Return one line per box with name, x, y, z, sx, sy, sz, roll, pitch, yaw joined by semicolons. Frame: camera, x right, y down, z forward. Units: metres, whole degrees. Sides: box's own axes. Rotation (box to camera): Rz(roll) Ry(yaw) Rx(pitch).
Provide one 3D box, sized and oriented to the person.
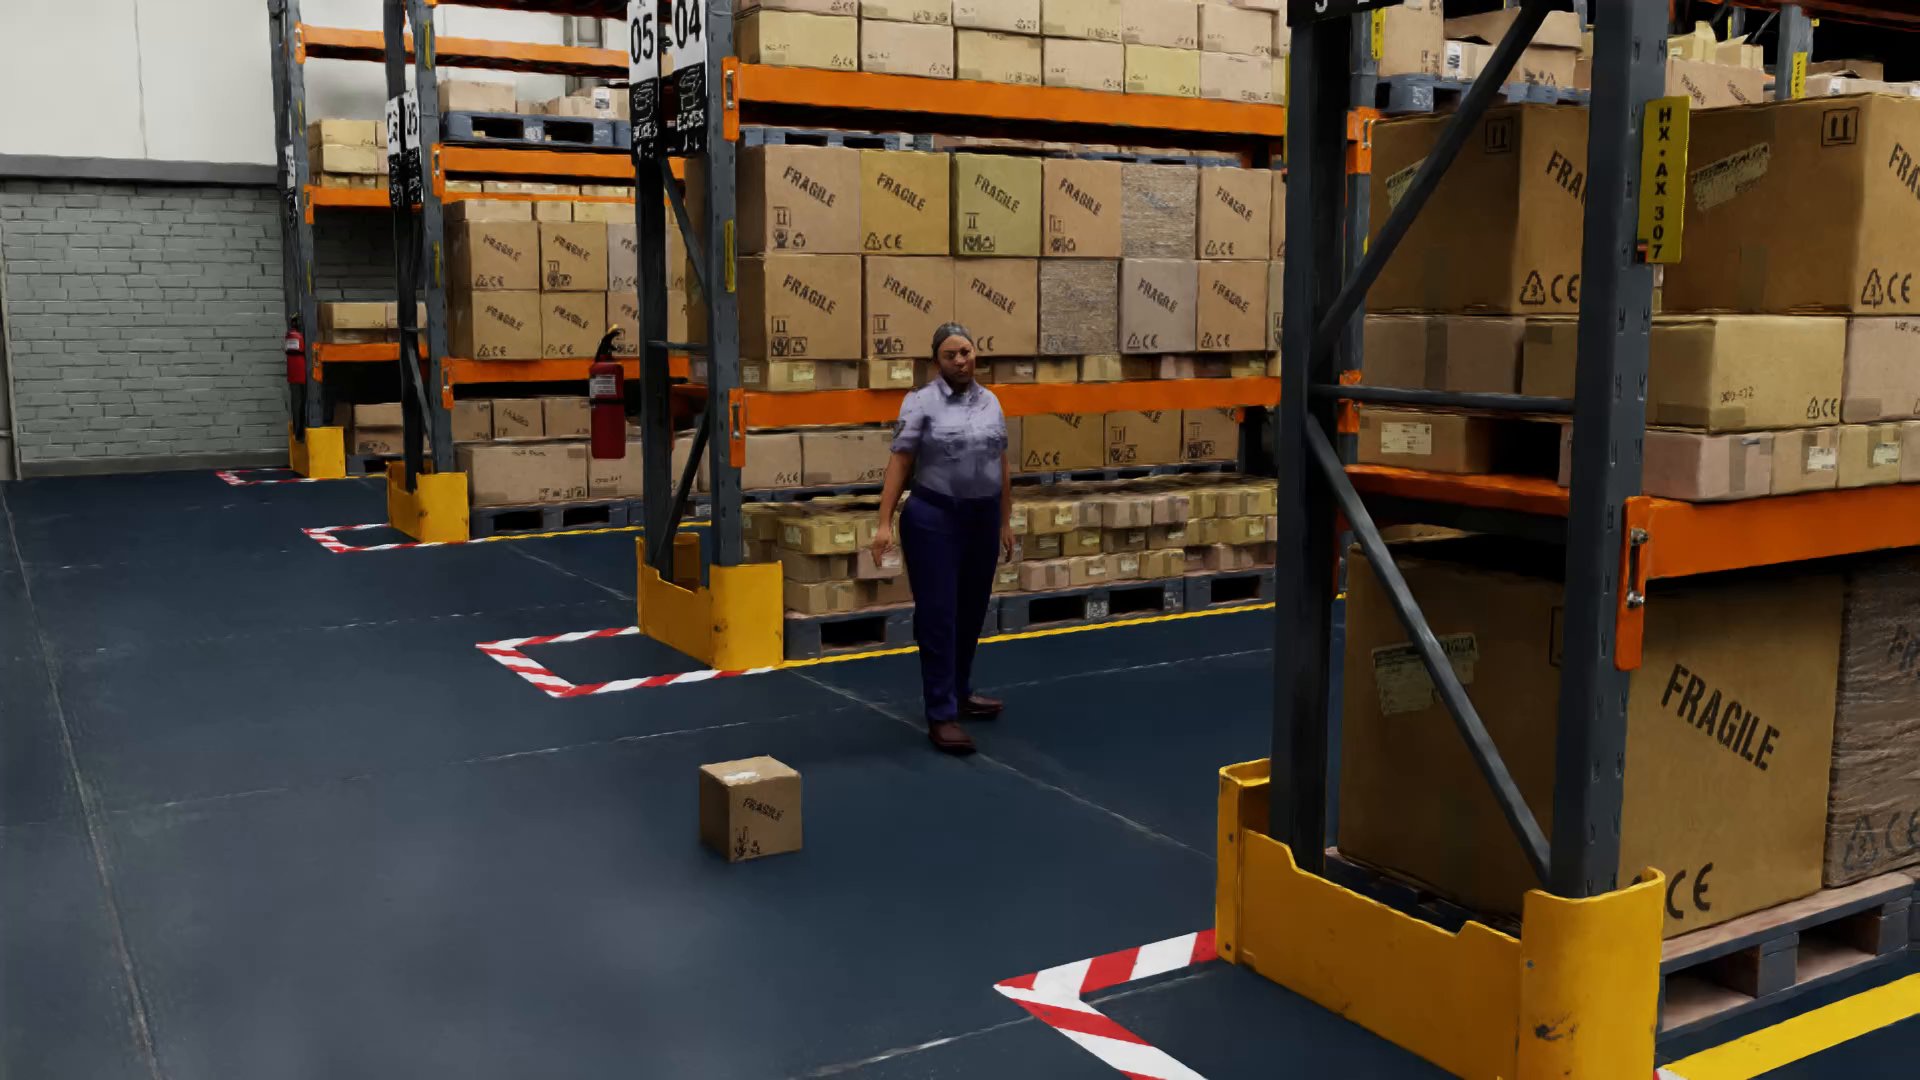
person;-0.036;-0.040;6.599;0.700;1.634;0.609;-6;10;-36
